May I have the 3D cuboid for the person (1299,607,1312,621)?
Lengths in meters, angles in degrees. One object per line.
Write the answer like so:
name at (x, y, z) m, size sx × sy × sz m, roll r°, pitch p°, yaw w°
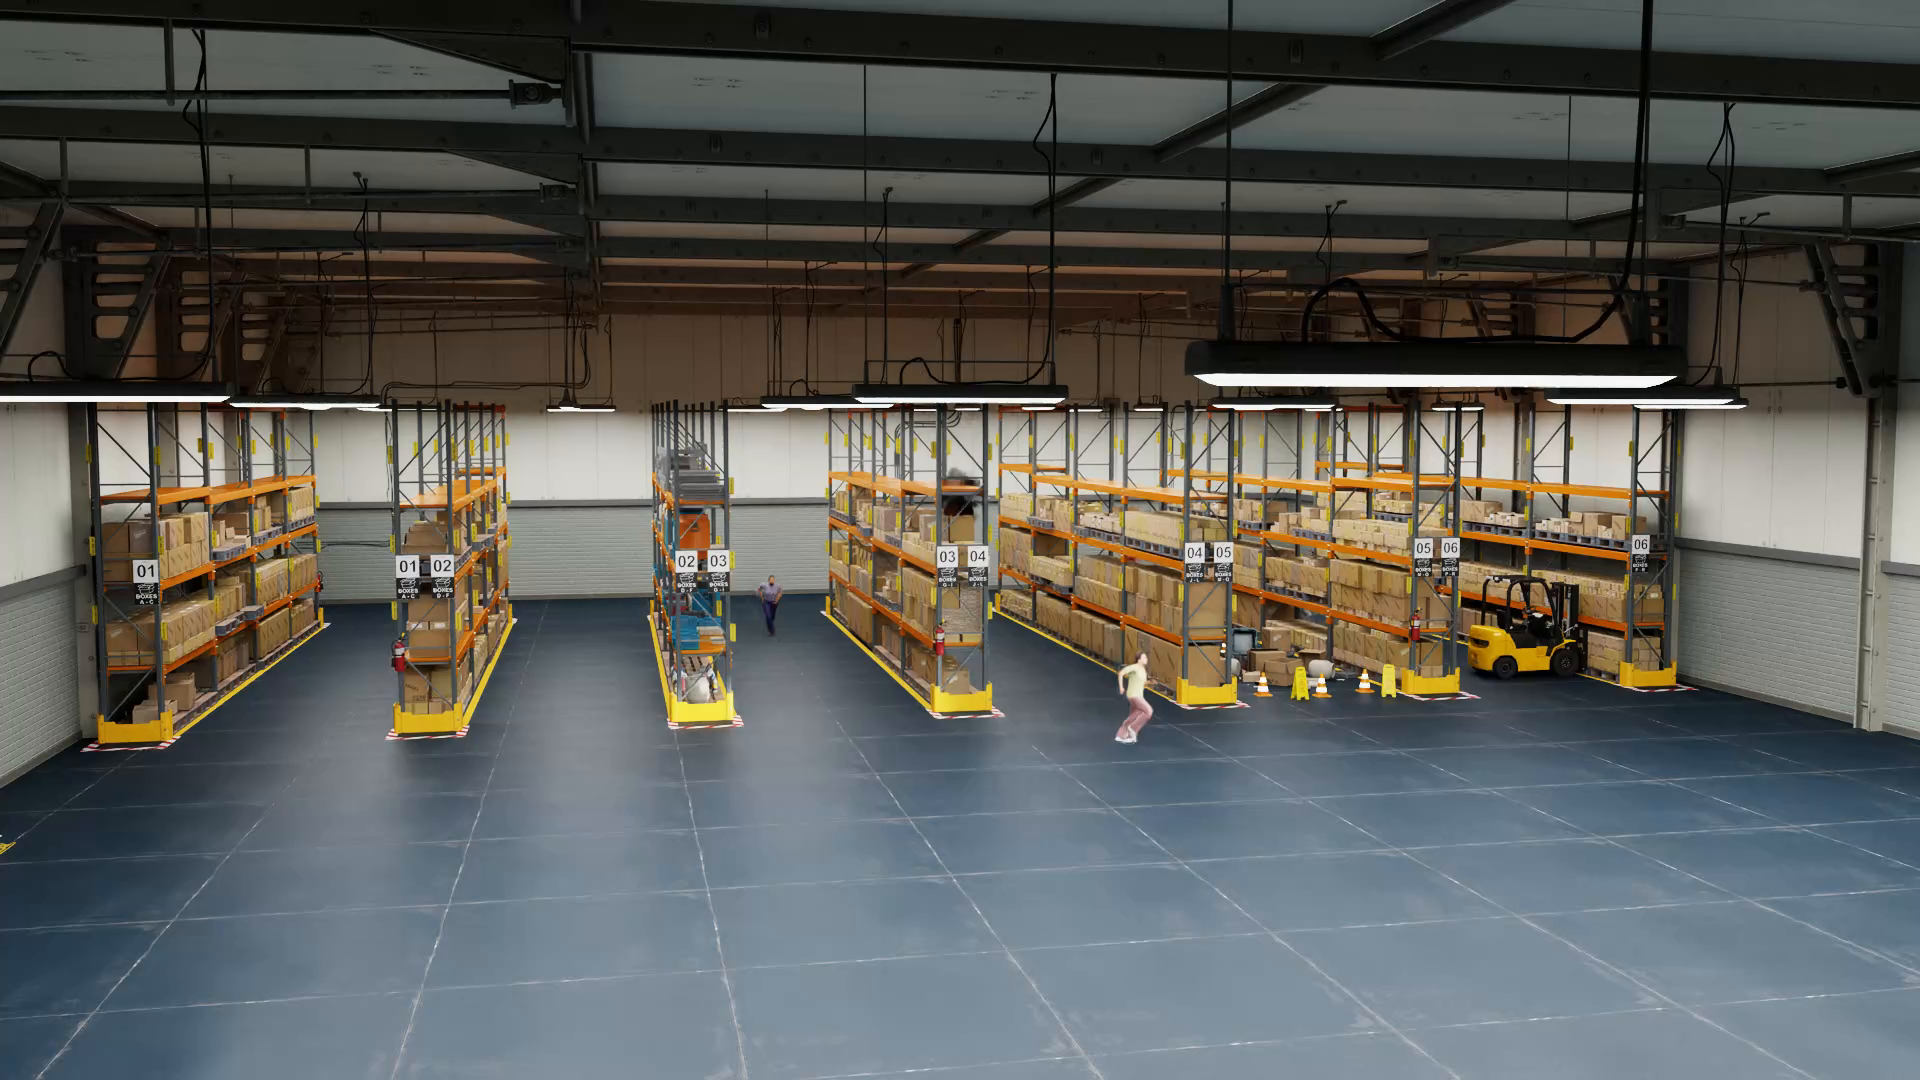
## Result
person at (9.289, 1.522, 44.980) m, size 0.537 × 1.677 × 1.114 m, roll -1°, pitch 4°, yaw -13°

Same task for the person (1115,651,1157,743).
person at (3.050, 2.728, 28.774) m, size 0.728 × 1.608 × 0.613 m, roll 2°, pitch 5°, yaw 26°

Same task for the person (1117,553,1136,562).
person at (5.012, 1.018, 51.229) m, size 0.820 × 1.760 × 0.631 m, roll -2°, pitch 5°, yaw -27°

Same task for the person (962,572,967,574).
person at (0.003, 1.261, 47.743) m, size 0.716 × 1.744 × 1.009 m, roll 0°, pitch 4°, yaw 3°

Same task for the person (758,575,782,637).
person at (-4.939, 1.713, 43.163) m, size 0.612 × 1.638 × 0.908 m, roll -1°, pitch 4°, yaw -15°
